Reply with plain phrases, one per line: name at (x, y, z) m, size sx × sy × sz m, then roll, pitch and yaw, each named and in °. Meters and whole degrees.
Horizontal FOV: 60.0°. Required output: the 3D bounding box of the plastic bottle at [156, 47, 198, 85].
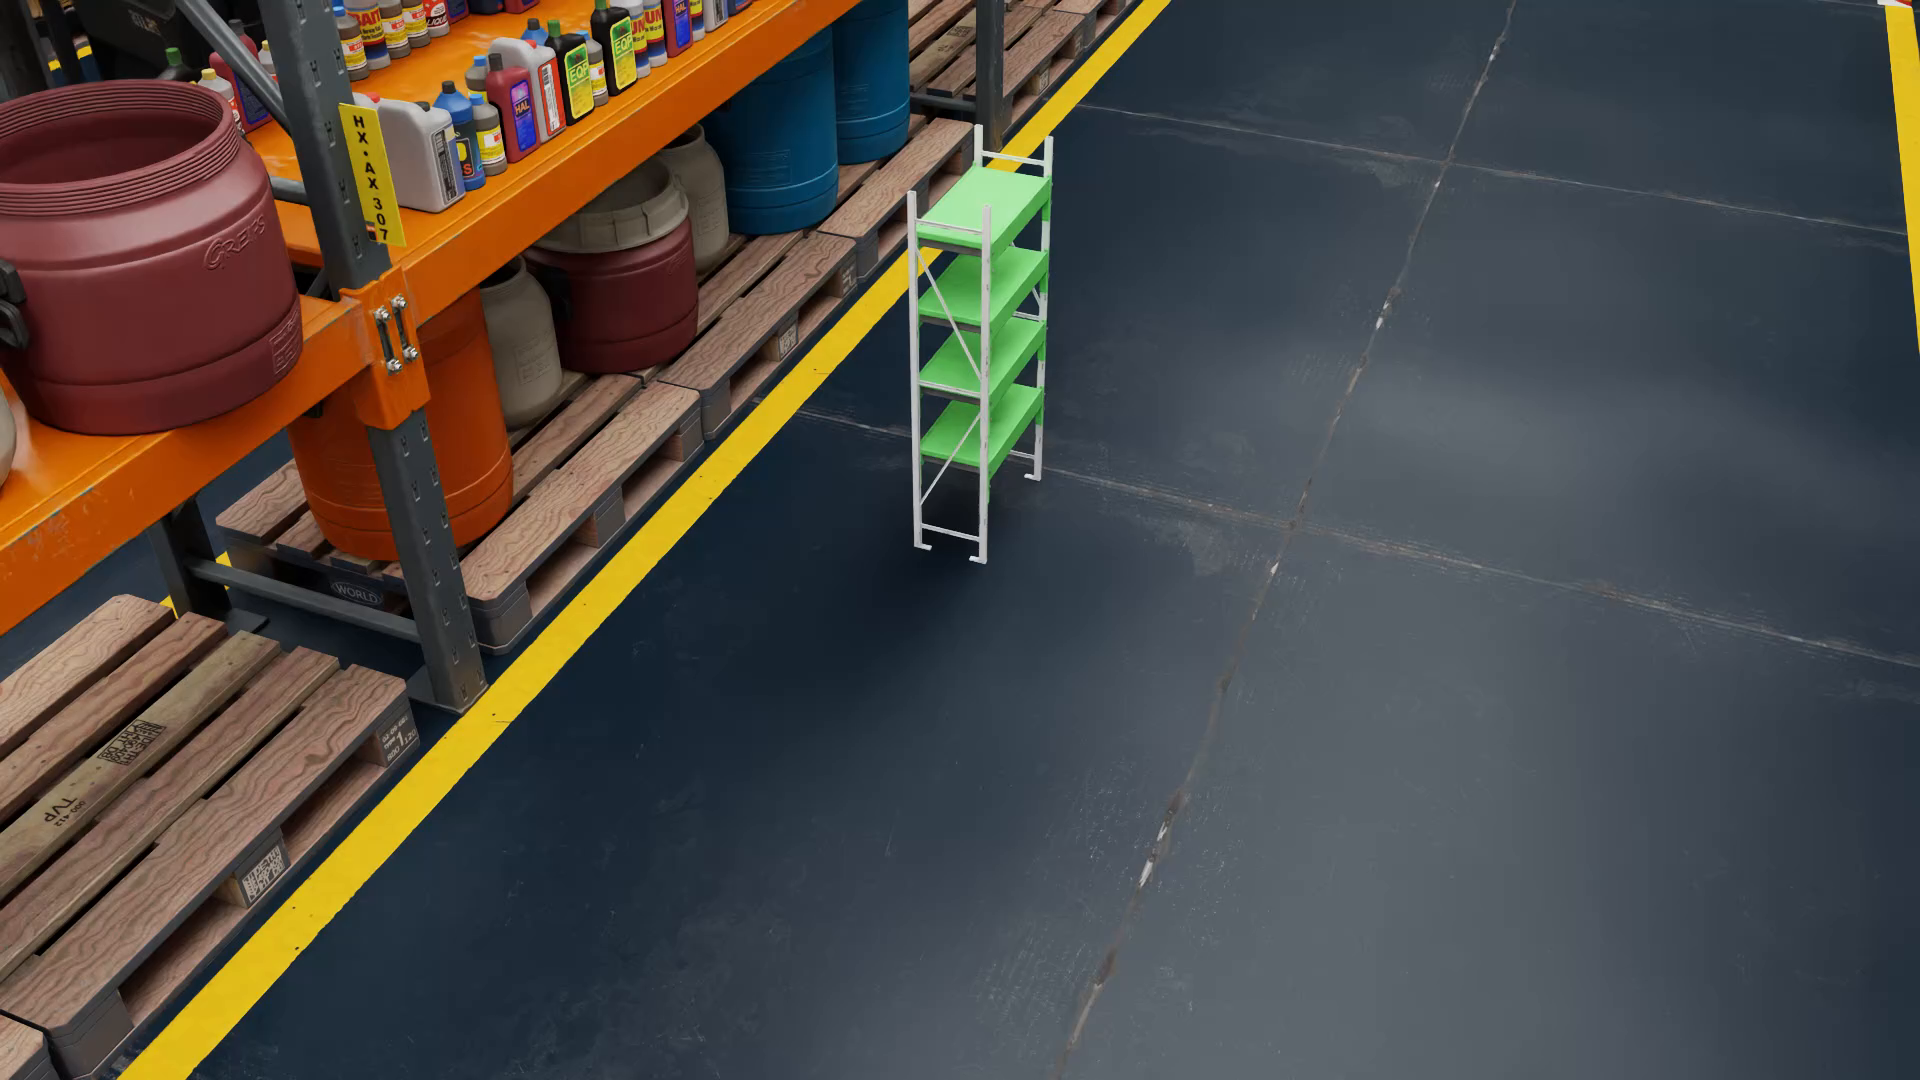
plastic bottle at (-2.053, -1.135, 4.361) m, size 0.061 × 0.283 × 0.133 m, roll 14°, pitch 39°, yaw 18°

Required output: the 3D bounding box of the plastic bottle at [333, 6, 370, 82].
plastic bottle at (-1.793, -1.452, 4.853) m, size 0.097 × 0.201 × 0.097 m, roll 0°, pitch 37°, yaw 0°

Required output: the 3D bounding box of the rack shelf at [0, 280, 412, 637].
rack shelf at (-2.574, 0.535, 2.630) m, size 1.077 × 0.370 × 4.000 m, roll 14°, pitch 39°, yaw 18°

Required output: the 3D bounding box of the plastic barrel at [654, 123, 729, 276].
plastic barrel at (-1.080, -1.266, 6.165) m, size 0.421 × 0.512 × 0.421 m, roll 0°, pitch 37°, yaw 0°

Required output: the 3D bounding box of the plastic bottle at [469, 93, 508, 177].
plastic bottle at (-1.242, -1.059, 4.327) m, size 0.097 × 0.201 × 0.097 m, roll 0°, pitch 37°, yaw 0°

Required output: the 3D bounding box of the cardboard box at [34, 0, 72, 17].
cardboard box at (-4.793, -3.042, 8.535) m, size 0.500 × 0.500 × 0.500 m, roll 14°, pitch 39°, yaw 17°

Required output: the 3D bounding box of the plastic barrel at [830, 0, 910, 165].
plastic barrel at (-0.513, -2.106, 6.964) m, size 0.600 × 0.901 × 0.708 m, roll 14°, pitch 39°, yaw 18°

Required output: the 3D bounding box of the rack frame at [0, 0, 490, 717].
rack frame at (-1.813, -0.861, 3.896) m, size 1.000 × 3.000 × 0.127 m, roll 14°, pitch 39°, yaw 18°

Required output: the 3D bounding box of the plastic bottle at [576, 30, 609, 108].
plastic bottle at (-1.053, -1.335, 4.697) m, size 0.097 × 0.201 × 0.097 m, roll 0°, pitch 37°, yaw 0°

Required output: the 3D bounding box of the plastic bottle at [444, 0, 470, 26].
plastic bottle at (-1.618, -1.768, 5.208) m, size 0.061 × 0.283 × 0.133 m, roll 14°, pitch 39°, yaw 18°

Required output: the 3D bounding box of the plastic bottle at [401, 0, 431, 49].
plastic bottle at (-1.682, -1.613, 5.069) m, size 0.097 × 0.201 × 0.097 m, roll 0°, pitch 37°, yaw 0°

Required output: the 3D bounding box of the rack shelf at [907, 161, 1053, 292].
rack shelf at (0.063, -0.906, 4.764) m, size 0.258 × 0.148 × 0.480 m, roll 14°, pitch 39°, yaw 18°

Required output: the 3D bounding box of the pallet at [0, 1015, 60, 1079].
pallet at (-2.609, 1.349, 3.269) m, size 1.003 × 0.211 × 1.213 m, roll 14°, pitch 39°, yaw 18°

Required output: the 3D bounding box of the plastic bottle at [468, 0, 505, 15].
plastic bottle at (-1.519, -1.874, 5.293) m, size 0.144 × 0.351 × 0.185 m, roll 14°, pitch 39°, yaw 18°

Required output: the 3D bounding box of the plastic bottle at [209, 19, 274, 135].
plastic bottle at (-1.965, -1.263, 4.532) m, size 0.061 × 0.283 × 0.133 m, roll 14°, pitch 39°, yaw 18°

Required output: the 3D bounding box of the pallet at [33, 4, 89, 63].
pallet at (-5.144, -2.630, 8.592) m, size 1.003 × 0.211 × 1.213 m, roll 14°, pitch 39°, yaw 18°

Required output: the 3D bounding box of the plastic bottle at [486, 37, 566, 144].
plastic bottle at (-1.173, -1.233, 4.498) m, size 0.152 × 0.276 × 0.135 m, roll 14°, pitch 39°, yaw 18°

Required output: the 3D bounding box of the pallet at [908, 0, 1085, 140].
pallet at (-0.047, -2.375, 8.251) m, size 1.003 × 0.211 × 1.213 m, roll 14°, pitch 39°, yaw 18°

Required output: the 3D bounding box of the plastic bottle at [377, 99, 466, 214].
plastic bottle at (-1.349, -0.977, 4.155) m, size 0.152 × 0.276 × 0.135 m, roll 14°, pitch 39°, yaw 18°

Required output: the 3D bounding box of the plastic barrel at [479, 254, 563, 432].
plastic barrel at (-1.510, -0.640, 5.328) m, size 0.421 × 0.512 × 0.421 m, roll 0°, pitch 37°, yaw 0°

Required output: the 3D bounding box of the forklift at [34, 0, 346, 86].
forklift at (-3.395, -2.455, 6.086) m, size 1.130 × 2.935 × 3.031 m, roll 28°, pitch 45°, yaw 32°

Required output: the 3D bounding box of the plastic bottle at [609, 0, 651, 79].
plastic bottle at (-0.965, -1.491, 4.847) m, size 0.097 × 0.271 × 0.097 m, roll 0°, pitch 37°, yaw 0°

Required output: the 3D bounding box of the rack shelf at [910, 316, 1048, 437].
rack shelf at (0.063, -0.521, 5.052) m, size 0.258 × 0.148 × 0.480 m, roll 14°, pitch 39°, yaw 18°

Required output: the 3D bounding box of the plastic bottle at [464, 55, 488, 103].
plastic bottle at (-1.295, -1.222, 4.545) m, size 0.097 × 0.201 × 0.097 m, roll 0°, pitch 37°, yaw 0°

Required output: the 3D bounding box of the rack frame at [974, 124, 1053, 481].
rack frame at (0.156, -0.707, 5.194) m, size 0.240 × 1.200 × 0.015 m, roll 14°, pitch 39°, yaw 18°

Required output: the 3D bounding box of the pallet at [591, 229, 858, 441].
pallet at (-1.085, -0.863, 6.228) m, size 1.003 × 0.211 × 1.213 m, roll 14°, pitch 39°, yaw 18°

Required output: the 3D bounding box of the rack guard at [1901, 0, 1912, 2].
rack guard at (5.821, -3.174, 9.079) m, size 1.175 × 0.500 × 0.348 m, roll 14°, pitch 39°, yaw 18°

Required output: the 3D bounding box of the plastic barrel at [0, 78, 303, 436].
plastic barrel at (-1.709, -0.589, 3.420) m, size 0.600 × 0.536 × 0.708 m, roll 14°, pitch 39°, yaw 18°

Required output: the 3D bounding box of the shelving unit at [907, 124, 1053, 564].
shelving unit at (0.063, -0.572, 5.013) m, size 0.258 × 1.200 × 0.503 m, roll 14°, pitch 39°, yaw 18°

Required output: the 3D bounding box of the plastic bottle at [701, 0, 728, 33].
plastic bottle at (-0.821, -1.745, 5.183) m, size 0.152 × 0.276 × 0.135 m, roll 14°, pitch 39°, yaw 18°

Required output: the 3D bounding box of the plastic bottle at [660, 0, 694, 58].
plastic bottle at (-0.867, -1.609, 4.995) m, size 0.061 × 0.283 × 0.133 m, roll 14°, pitch 39°, yaw 18°
